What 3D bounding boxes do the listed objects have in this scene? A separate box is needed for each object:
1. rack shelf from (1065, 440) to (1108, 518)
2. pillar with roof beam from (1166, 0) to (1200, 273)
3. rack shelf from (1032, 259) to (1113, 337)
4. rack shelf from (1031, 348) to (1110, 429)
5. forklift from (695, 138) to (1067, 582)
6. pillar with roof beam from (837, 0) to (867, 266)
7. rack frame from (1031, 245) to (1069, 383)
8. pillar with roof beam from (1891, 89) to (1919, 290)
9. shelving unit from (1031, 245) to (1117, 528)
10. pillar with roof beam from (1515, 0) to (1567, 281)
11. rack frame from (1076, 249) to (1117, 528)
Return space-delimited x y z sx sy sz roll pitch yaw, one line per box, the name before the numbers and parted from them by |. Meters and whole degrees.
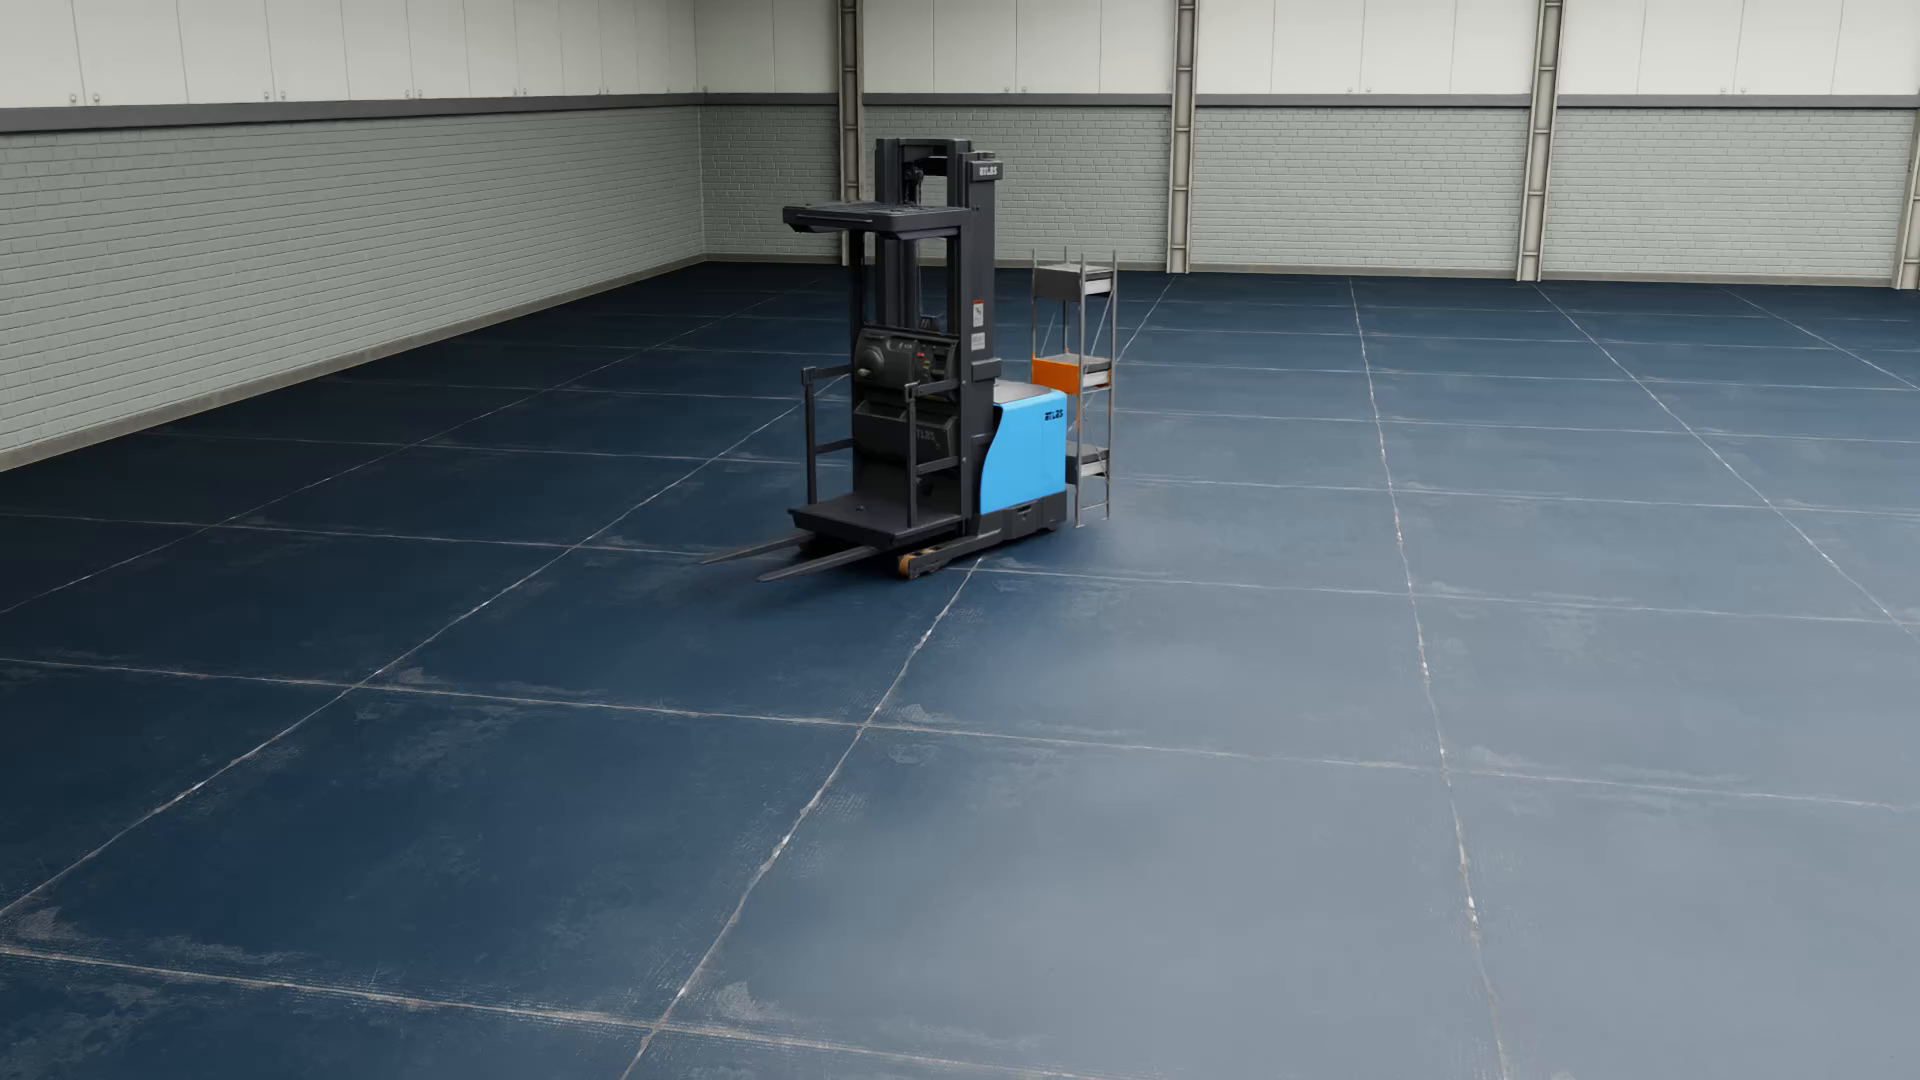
rack shelf | 0.868 -0.500 13.036 0.480 0.518 0.431 15 21 43
pillar with roof beam | 3.056 -8.019 24.585 0.400 9.000 9.100 3 16 11
rack shelf | 0.868 -1.849 12.663 0.480 0.518 0.431 15 21 43
rack shelf | 0.868 -1.174 12.850 0.480 0.518 0.431 15 21 43
forklift | -0.530 -1.296 11.679 1.130 2.935 3.031 13 20 39
pillar with roof beam | -2.824 -8.338 25.737 0.400 9.000 9.100 3 16 11
rack frame | 0.695 -1.234 13.012 0.015 2.100 0.400 15 21 43
pillar with roof beam | 14.815 -7.381 22.280 0.400 9.000 9.100 3 16 11
shelving unit | 0.868 -1.188 12.846 0.503 2.100 0.431 15 21 43
pillar with roof beam | 8.936 -7.700 23.432 0.400 9.000 9.100 3 16 11
rack frame | 1.041 -1.142 12.680 0.015 2.100 0.400 15 21 43
